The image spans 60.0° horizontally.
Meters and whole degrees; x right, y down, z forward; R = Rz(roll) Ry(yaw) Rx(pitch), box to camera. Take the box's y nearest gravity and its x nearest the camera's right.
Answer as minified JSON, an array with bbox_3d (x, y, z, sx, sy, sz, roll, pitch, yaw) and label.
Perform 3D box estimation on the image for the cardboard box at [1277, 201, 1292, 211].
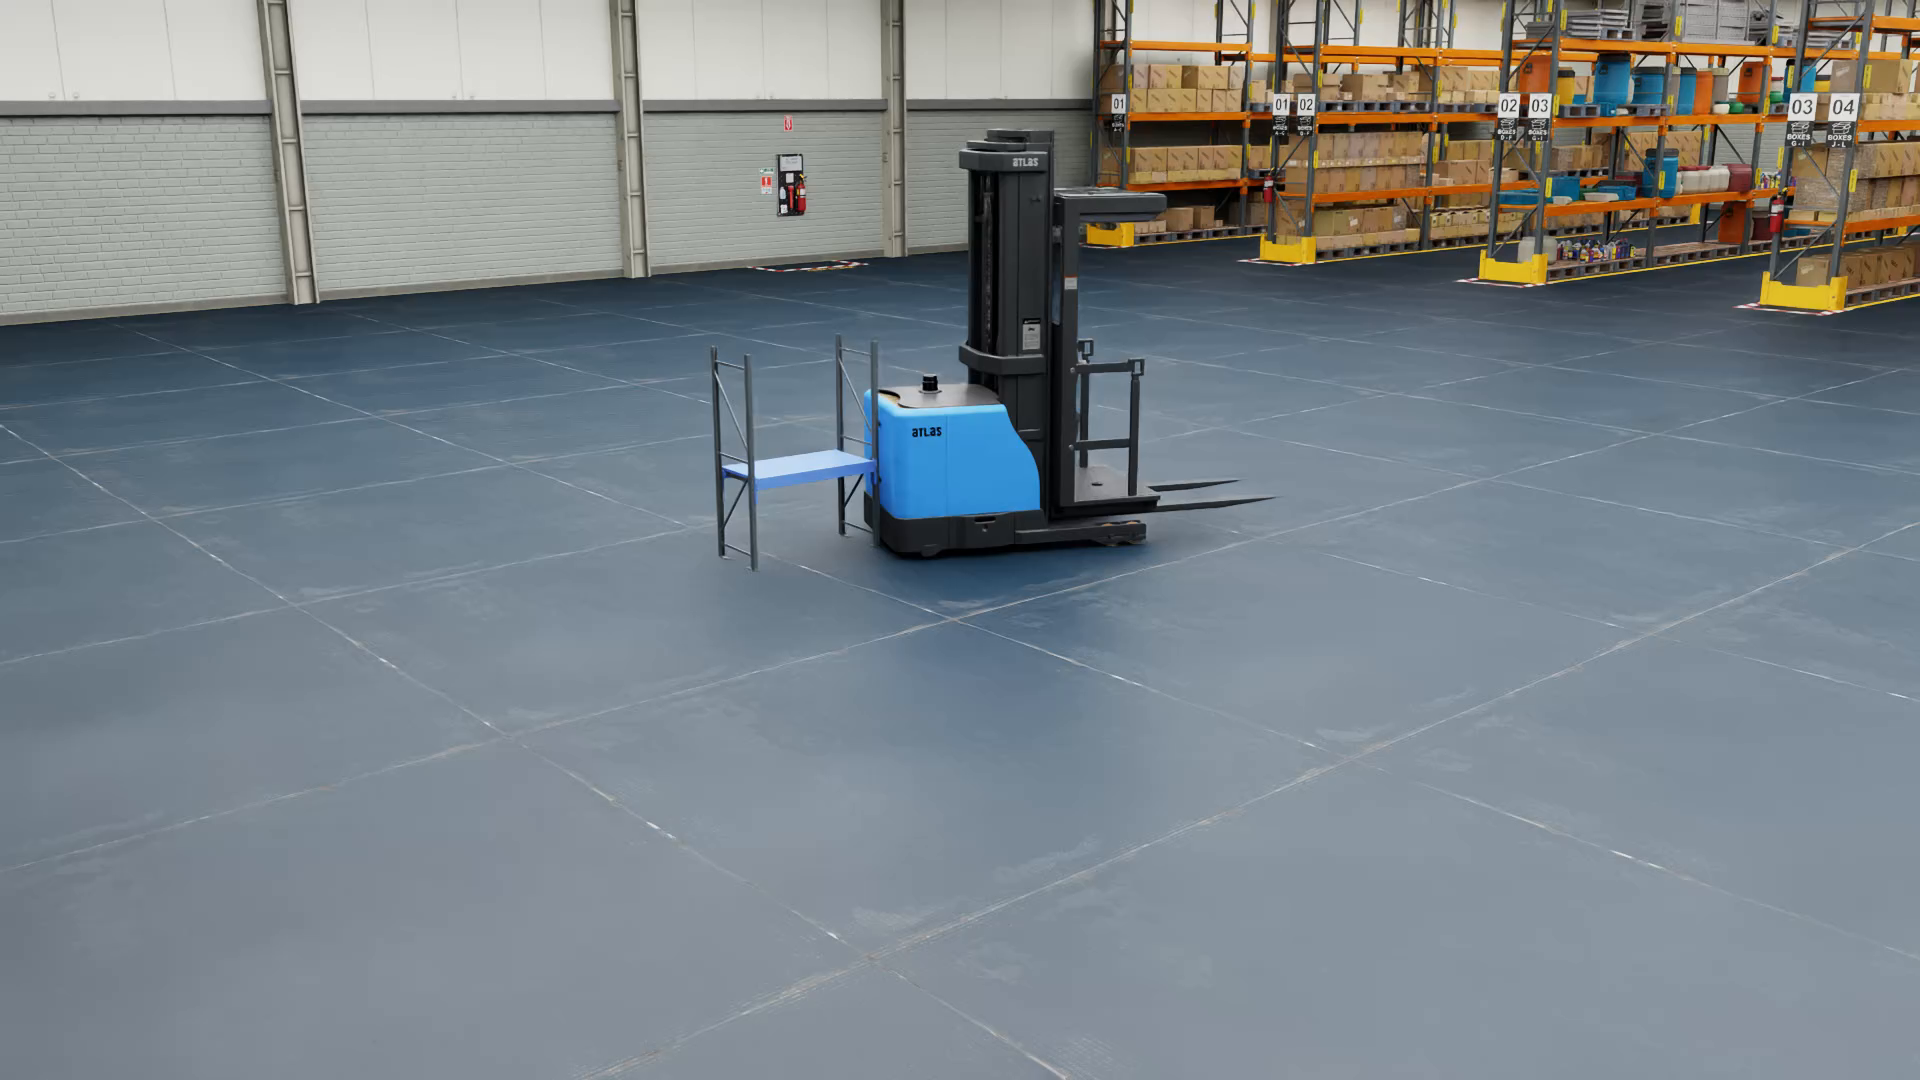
[{"bbox_3d":[7.582,-7.943,40.166,0.500,0.500,0.700,-12,19,-39],"label":"cardboard box"}]

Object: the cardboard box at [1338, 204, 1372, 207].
[{"bbox_3d":[8.214,-6.721,34.659,0.500,0.500,0.500,-13,19,-39],"label":"cardboard box"}]

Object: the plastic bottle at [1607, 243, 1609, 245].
[{"bbox_3d":[12.215,-5.429,31.189,0.135,0.276,0.152,-13,19,-39],"label":"plastic bottle"}]

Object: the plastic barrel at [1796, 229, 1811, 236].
[{"bbox_3d":[18.386,-7.161,36.500,0.708,0.901,0.600,-13,19,-39],"label":"plastic barrel"}]

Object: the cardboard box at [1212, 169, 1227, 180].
[{"bbox_3d":[5.730,-8.350,37.949,0.500,0.250,0.500,-13,19,-39],"label":"cardboard box"}]

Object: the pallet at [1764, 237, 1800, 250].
[{"bbox_3d":[17.277,-6.384,35.739,1.213,0.211,1.003,-13,19,-39],"label":"pallet"}]

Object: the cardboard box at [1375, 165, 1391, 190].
[{"bbox_3d":[8.419,-7.468,34.202,0.500,0.500,0.700,-12,19,-39],"label":"cardboard box"}]

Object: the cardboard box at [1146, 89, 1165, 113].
[{"bbox_3d":[4.097,-9.556,36.168,0.500,0.500,0.500,-11,19,-36],"label":"cardboard box"}]

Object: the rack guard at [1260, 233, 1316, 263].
[{"bbox_3d":[6.488,-5.782,32.926,0.348,0.500,1.175,-13,19,-39],"label":"rack guard"}]

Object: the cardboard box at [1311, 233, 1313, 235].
[{"bbox_3d":[7.086,-6.103,33.800,0.500,0.250,0.500,-13,19,-39],"label":"cardboard box"}]

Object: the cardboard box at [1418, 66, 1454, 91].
[{"bbox_3d":[10.015,-9.710,34.999,0.500,0.500,0.500,-12,19,-39],"label":"cardboard box"}]

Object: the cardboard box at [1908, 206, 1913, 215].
[{"bbox_3d":[15.241,-5.375,27.046,0.250,0.149,0.380,-13,19,-39],"label":"cardboard box"}]

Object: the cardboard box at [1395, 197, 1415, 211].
[{"bbox_3d":[11.231,-8.868,42.987,0.750,0.750,0.750,-12,19,-38],"label":"cardboard box"}]

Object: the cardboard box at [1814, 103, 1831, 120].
[{"bbox_3d":[13.203,-6.572,25.519,0.500,0.250,0.500,-12,19,-38],"label":"cardboard box"}]

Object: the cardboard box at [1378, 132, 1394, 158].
[{"bbox_3d":[8.435,-8.099,34.050,0.500,0.500,0.700,-13,20,-39],"label":"cardboard box"}]

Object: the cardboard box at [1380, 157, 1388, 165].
[{"bbox_3d":[8.500,-7.730,33.926,0.250,0.149,0.380,-12,19,-38],"label":"cardboard box"}]

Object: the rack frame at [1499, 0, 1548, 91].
[{"bbox_3d":[12.541,-11.247,36.918,0.127,3.000,1.000,-13,19,-39],"label":"rack frame"}]

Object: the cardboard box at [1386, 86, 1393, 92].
[{"bbox_3d":[8.563,-9.222,34.238,0.500,0.311,0.500,-14,20,-42],"label":"cardboard box"}]

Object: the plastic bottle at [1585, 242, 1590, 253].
[{"bbox_3d":[11.861,-5.496,31.449,0.097,0.271,0.097,0,15,0],"label":"plastic bottle"}]

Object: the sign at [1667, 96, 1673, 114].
[{"bbox_3d":[13.125,-8.050,30.747,0.005,0.325,0.100,-13,19,-39],"label":"sign"}]

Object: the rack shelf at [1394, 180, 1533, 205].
[{"bbox_3d":[11.033,-7.662,36.517,4.000,0.370,1.077,-13,19,-39],"label":"rack shelf"}]

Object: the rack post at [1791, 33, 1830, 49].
[{"bbox_3d":[17.364,-10.350,34.530,0.954,0.300,0.937,-10,18,-33],"label":"rack post"}]

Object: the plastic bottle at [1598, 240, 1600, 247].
[{"bbox_3d":[12.244,-5.632,31.955,0.097,0.271,0.097,0,15,0],"label":"plastic bottle"}]

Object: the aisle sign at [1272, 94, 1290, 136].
[{"bbox_3d":[6.264,-8.295,32.455,0.004,0.787,0.394,-13,19,-39],"label":"aisle sign"}]

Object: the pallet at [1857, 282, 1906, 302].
[{"bbox_3d":[14.620,-4.066,27.063,1.213,0.211,1.003,-13,19,-39],"label":"pallet"}]

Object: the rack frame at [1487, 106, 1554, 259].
[{"bbox_3d":[9.755,-6.028,29.006,0.127,3.000,1.000,-13,19,-39],"label":"rack frame"}]

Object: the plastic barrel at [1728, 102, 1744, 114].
[{"bbox_3d":[15.637,-8.706,33.519,0.294,0.245,0.294,0,15,0],"label":"plastic barrel"}]

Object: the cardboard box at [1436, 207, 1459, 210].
[{"bbox_3d":[10.789,-7.199,36.815,0.500,0.311,0.500,-13,20,-40],"label":"cardboard box"}]

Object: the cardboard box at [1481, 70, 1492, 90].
[{"bbox_3d":[13.779,-12.219,44.201,0.500,0.500,0.500,-12,19,-39],"label":"cardboard box"}]

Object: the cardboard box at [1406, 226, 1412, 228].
[{"bbox_3d":[9.646,-6.672,35.930,0.500,0.250,0.500,-13,20,-40],"label":"cardboard box"}]

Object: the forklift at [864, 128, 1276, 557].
[{"bbox_3d":[0.853,-1.495,12.167,3.031,2.935,1.130,-4,16,-16],"label":"forklift"}]

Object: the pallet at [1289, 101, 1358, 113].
[{"bbox_3d":[7.057,-8.514,32.672,1.213,0.211,1.003,-13,19,-39],"label":"pallet"}]

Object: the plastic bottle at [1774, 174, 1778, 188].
[{"bbox_3d":[16.983,-7.469,34.625,0.133,0.283,0.061,-13,19,-39],"label":"plastic bottle"}]

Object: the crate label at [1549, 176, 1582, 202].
[{"bbox_3d":[10.966,-6.410,30.366,0.616,0.435,0.502,-13,19,-39],"label":"crate label"}]

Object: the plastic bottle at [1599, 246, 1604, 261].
[{"bbox_3d":[11.814,-5.279,30.633,0.097,0.271,0.097,0,15,0],"label":"plastic bottle"}]

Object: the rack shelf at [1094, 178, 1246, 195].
[{"bbox_3d":[4.761,-7.948,37.588,4.000,0.370,1.077,-13,19,-39],"label":"rack shelf"}]

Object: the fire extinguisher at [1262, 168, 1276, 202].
[{"bbox_3d":[6.112,-7.026,32.892,0.183,0.674,0.296,-13,19,-39],"label":"fire extinguisher"}]

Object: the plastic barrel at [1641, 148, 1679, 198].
[{"bbox_3d":[13.263,-6.955,31.502,0.708,0.901,0.600,-13,19,-39],"label":"plastic barrel"}]

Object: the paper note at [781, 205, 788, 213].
[{"bbox_3d":[-3.382,-6.374,32.008,0.142,0.148,0.016,-13,19,-39],"label":"paper note"}]

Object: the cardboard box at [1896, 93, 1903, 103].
[{"bbox_3d":[14.369,-6.849,25.783,0.250,0.149,0.380,-14,20,-42],"label":"cardboard box"}]

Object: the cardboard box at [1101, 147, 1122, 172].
[{"bbox_3d":[3.468,-8.378,36.600,0.500,0.500,0.500,-13,20,-40],"label":"cardboard box"}]

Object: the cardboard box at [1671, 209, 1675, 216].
[{"bbox_3d":[17.963,-8.356,42.359,0.250,0.166,0.380,-13,19,-39],"label":"cardboard box"}]

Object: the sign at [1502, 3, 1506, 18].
[{"bbox_3d":[12.178,-11.840,37.176,0.005,0.325,0.100,-13,19,-39],"label":"sign"}]

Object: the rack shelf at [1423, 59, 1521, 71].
[{"bbox_3d":[13.813,-12.686,44.476,4.000,0.370,1.077,-13,19,-39],"label":"rack shelf"}]

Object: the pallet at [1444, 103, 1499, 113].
[{"bbox_3d":[11.246,-9.384,36.122,1.213,0.211,1.003,-12,19,-37],"label":"pallet"}]

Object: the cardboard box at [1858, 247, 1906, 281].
[{"bbox_3d":[15.269,-4.578,27.608,0.500,0.500,0.500,-6,16,-22],"label":"cardboard box"}]

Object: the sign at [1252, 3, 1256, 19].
[{"bbox_3d":[6.612,-11.914,37.451,0.005,0.325,0.100,-13,19,-39],"label":"sign"}]

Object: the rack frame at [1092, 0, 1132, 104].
[{"bbox_3d":[3.252,-10.855,35.452,0.127,3.000,1.000,-13,19,-39],"label":"rack frame"}]

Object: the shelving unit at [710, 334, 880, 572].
[{"bbox_3d":[-1.146,-0.636,11.725,1.048,1.500,0.538,-11,19,-36],"label":"shelving unit"}]

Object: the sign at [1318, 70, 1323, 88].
[{"bbox_3d":[6.866,-8.794,31.700,0.005,0.325,0.100,-13,19,-39],"label":"sign"}]

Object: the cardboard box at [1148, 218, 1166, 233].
[{"bbox_3d":[4.263,-7.067,37.251,0.500,0.311,0.500,-11,18,-35],"label":"cardboard box"}]

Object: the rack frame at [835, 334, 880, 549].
[{"bbox_3d":[-0.741,-0.715,12.022,0.032,1.500,0.500,-11,19,-36],"label":"rack frame"}]

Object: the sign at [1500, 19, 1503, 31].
[{"bbox_3d":[14.962,-14.203,45.867,0.005,0.325,0.100,-13,19,-39],"label":"sign"}]
